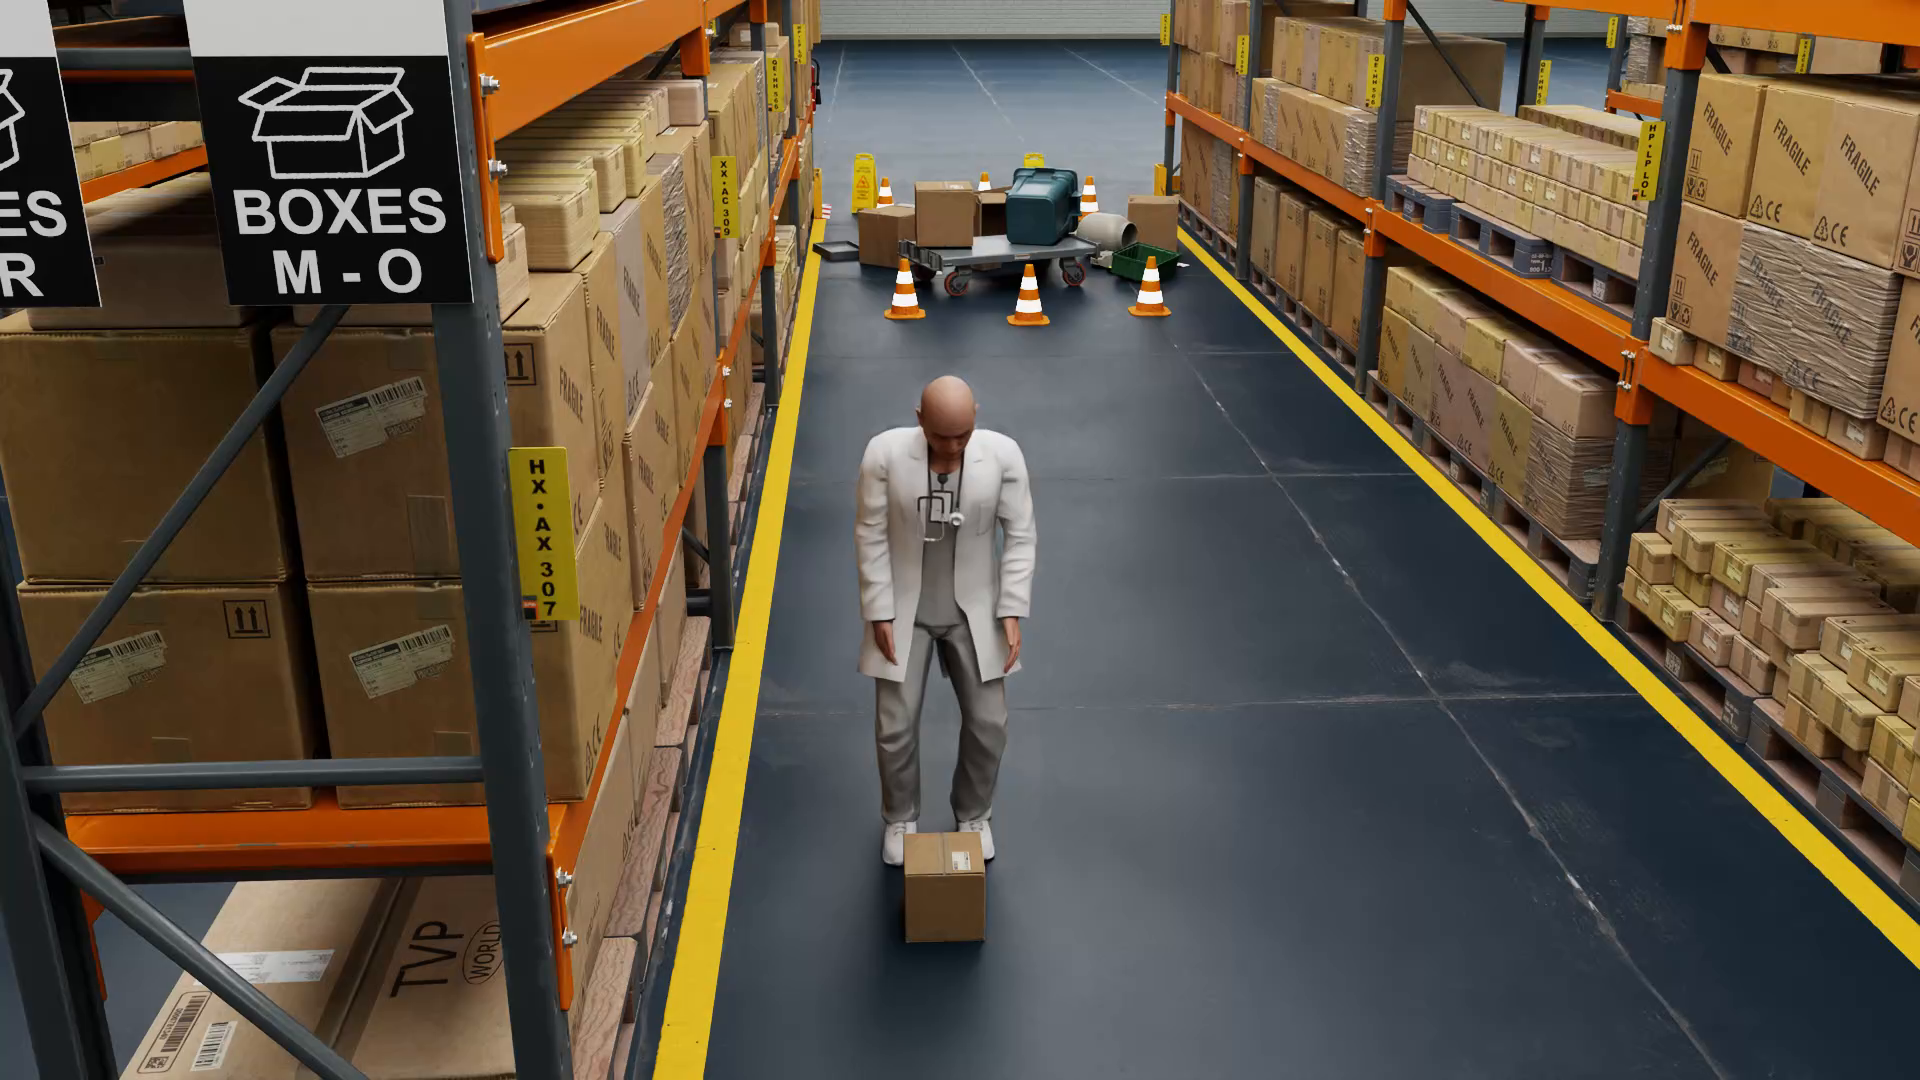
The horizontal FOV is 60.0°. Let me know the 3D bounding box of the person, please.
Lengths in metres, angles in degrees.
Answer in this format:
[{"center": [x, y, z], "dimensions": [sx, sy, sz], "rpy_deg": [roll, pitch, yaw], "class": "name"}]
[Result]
[{"center": [-0.048, 0.255, 5.528], "dimensions": [0.599, 1.703, 0.459], "rpy_deg": [-1, 20, -2], "class": "person"}]
